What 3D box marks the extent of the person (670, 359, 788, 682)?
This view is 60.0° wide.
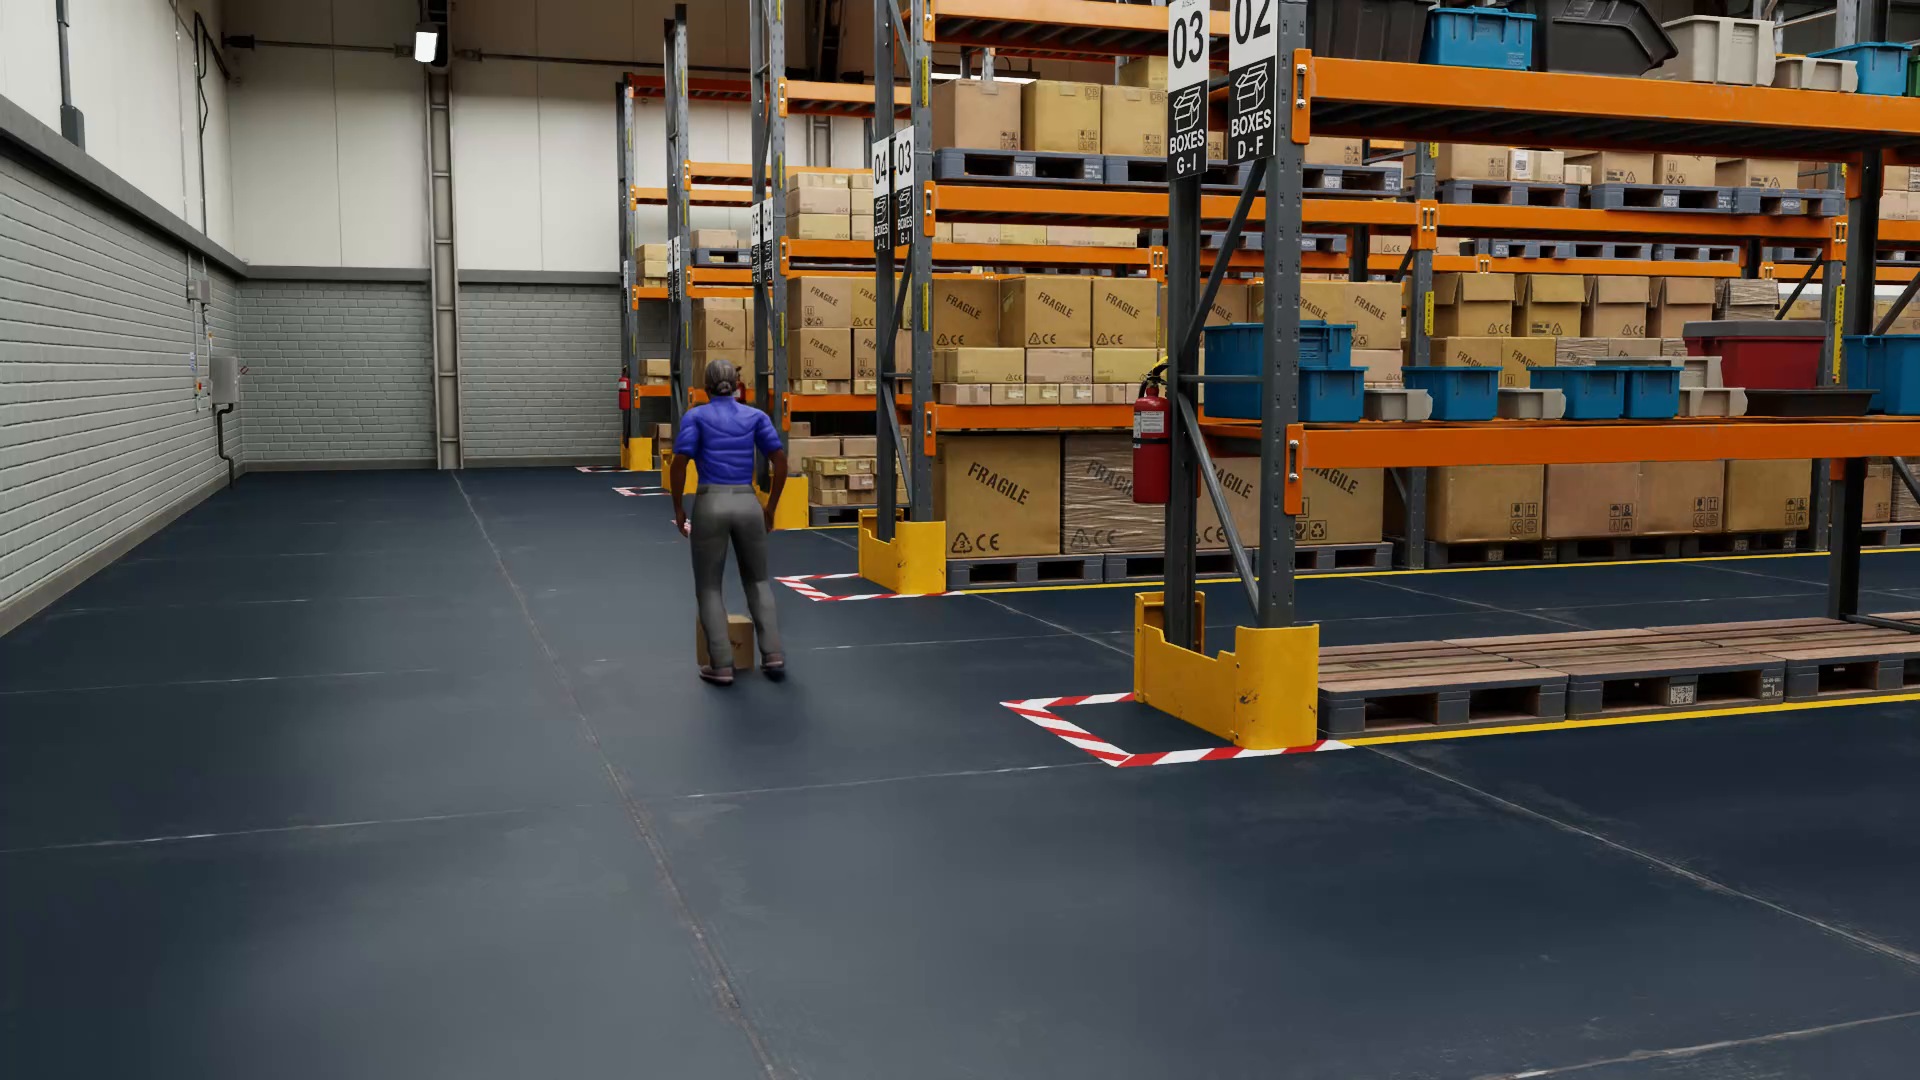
[{"bbox_3d":[-1.149,-0.111,8.397,0.570,1.604,0.509,-2,6,-22],"label":"person"}]
